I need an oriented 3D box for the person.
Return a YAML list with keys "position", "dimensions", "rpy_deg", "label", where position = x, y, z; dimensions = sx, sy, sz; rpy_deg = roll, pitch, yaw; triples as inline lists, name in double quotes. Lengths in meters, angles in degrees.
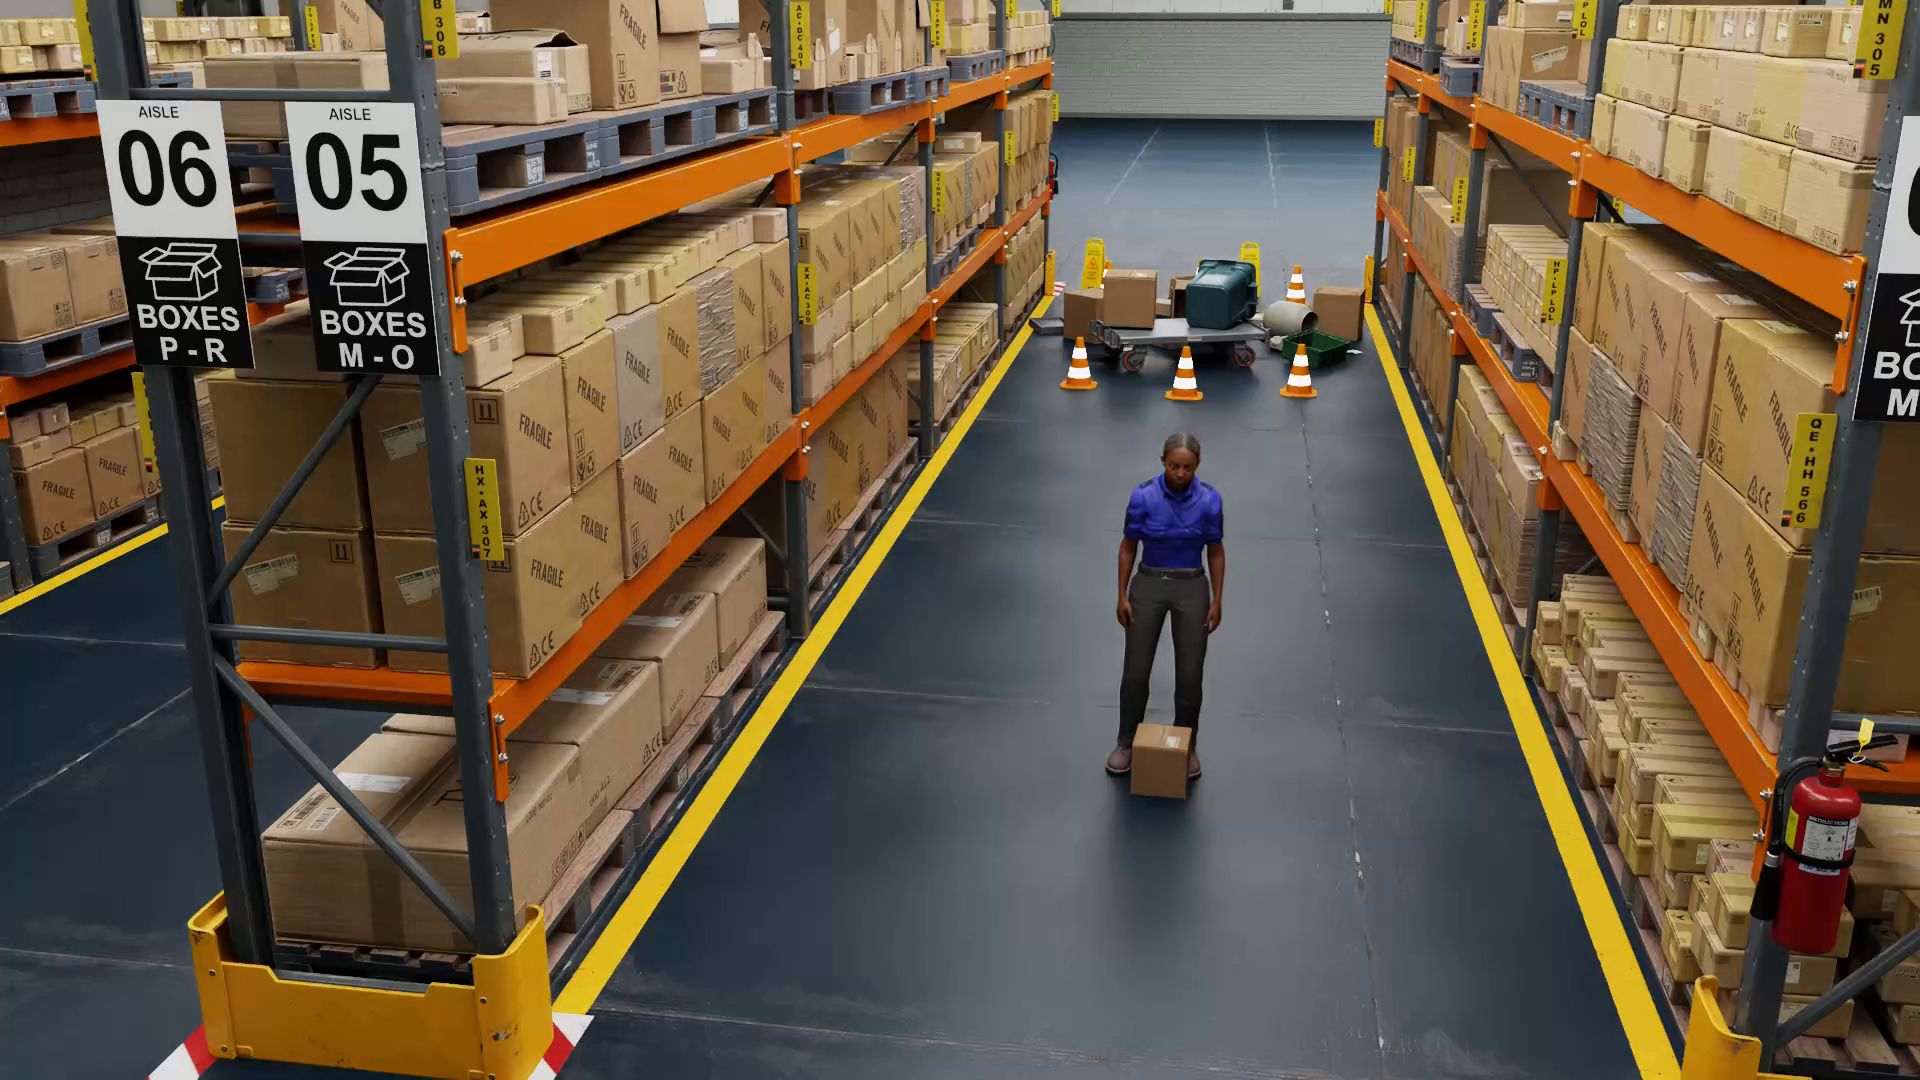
- position: [0.960, 0.282, 7.698]
  dimensions: [0.518, 1.653, 0.351]
  rpy_deg: [2, 18, 6]
  label: "person"
